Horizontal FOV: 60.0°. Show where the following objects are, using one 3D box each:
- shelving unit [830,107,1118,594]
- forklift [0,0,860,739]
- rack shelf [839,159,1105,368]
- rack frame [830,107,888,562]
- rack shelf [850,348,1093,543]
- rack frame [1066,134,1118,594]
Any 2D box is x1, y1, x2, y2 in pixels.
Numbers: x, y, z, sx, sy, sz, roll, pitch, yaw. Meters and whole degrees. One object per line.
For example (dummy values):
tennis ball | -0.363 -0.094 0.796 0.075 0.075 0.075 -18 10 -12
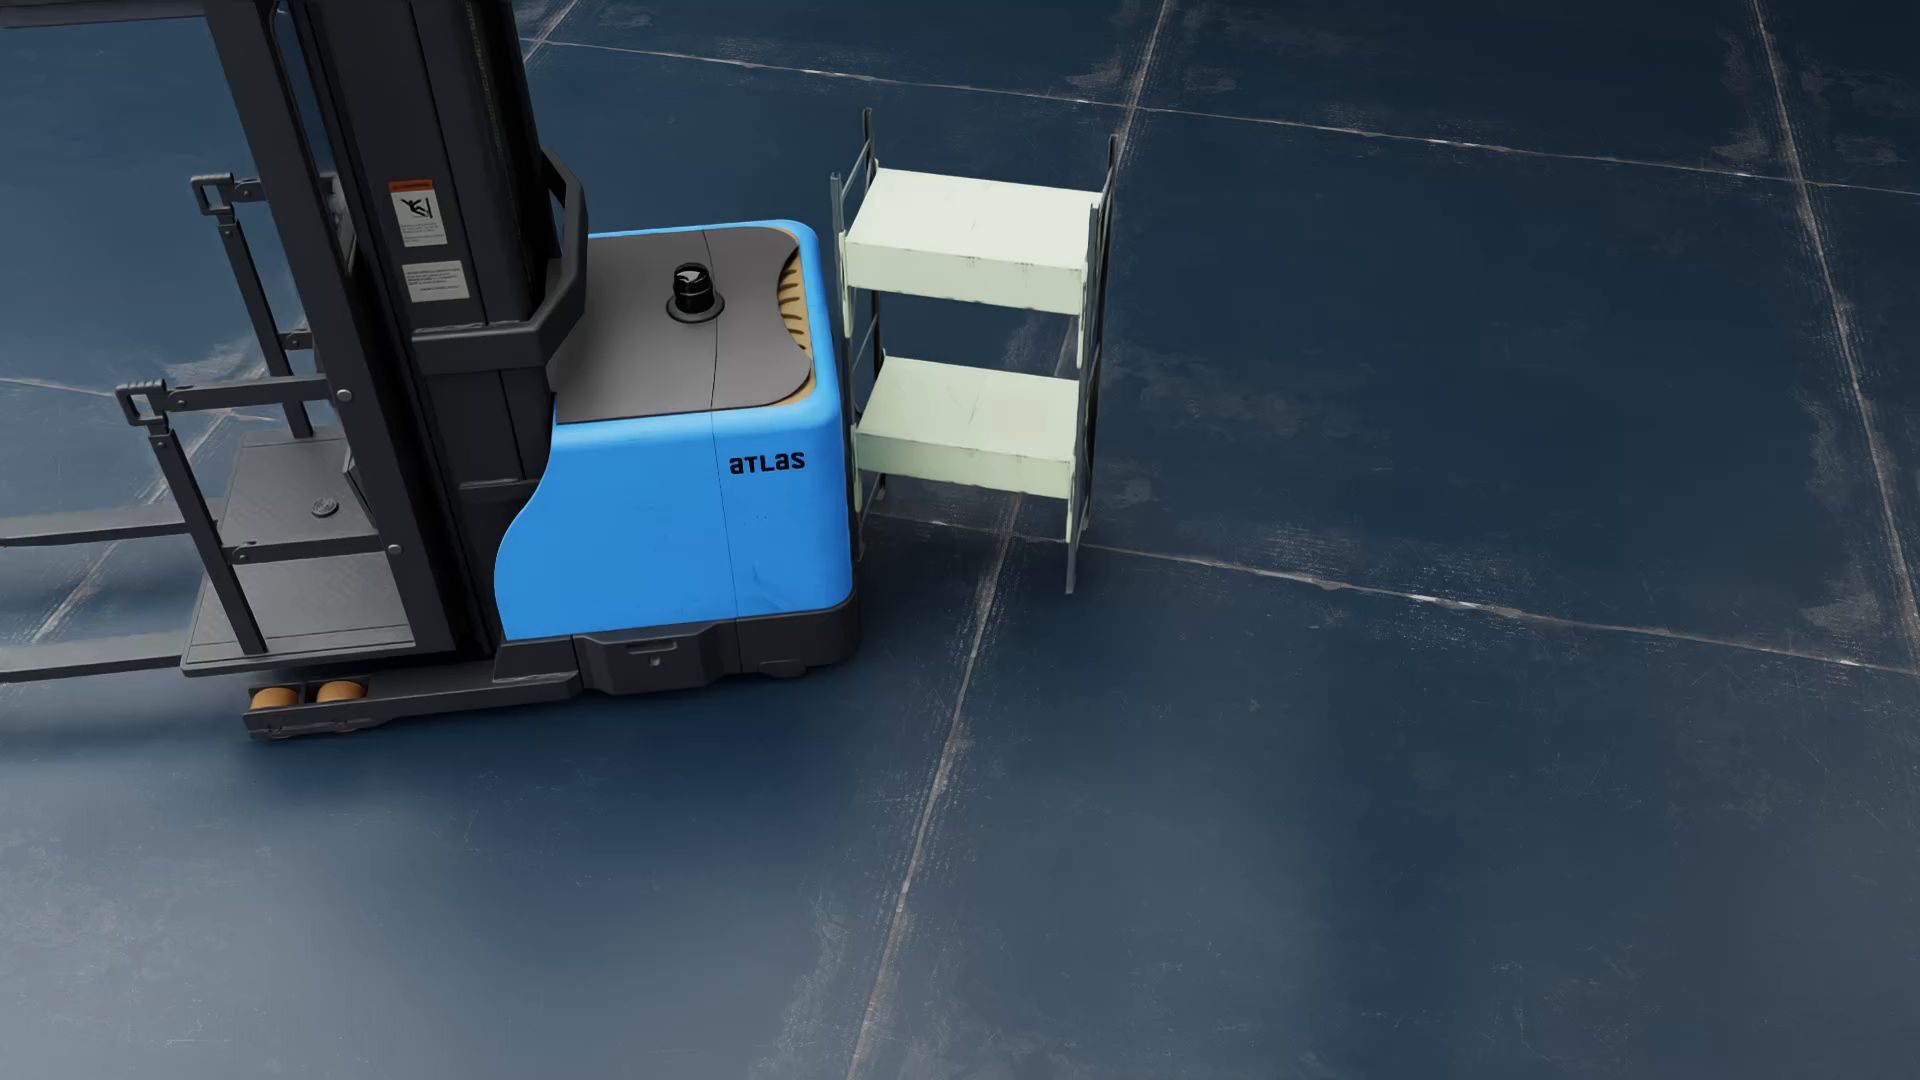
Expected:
shelving unit | 0.048 -0.549 5.239 0.755 1.500 0.431 8 45 9
forklift | -1.880 -0.838 4.507 3.031 2.935 1.130 -6 44 -6
rack shelf | 0.048 -0.830 4.968 0.720 0.370 0.431 8 45 9
rack frame | -0.310 -0.602 5.294 0.023 1.500 0.400 8 45 9
rack shelf | 0.048 -0.314 5.465 0.720 0.370 0.431 8 45 9
rack frame | 0.406 -0.496 5.184 0.023 1.500 0.400 8 45 9
